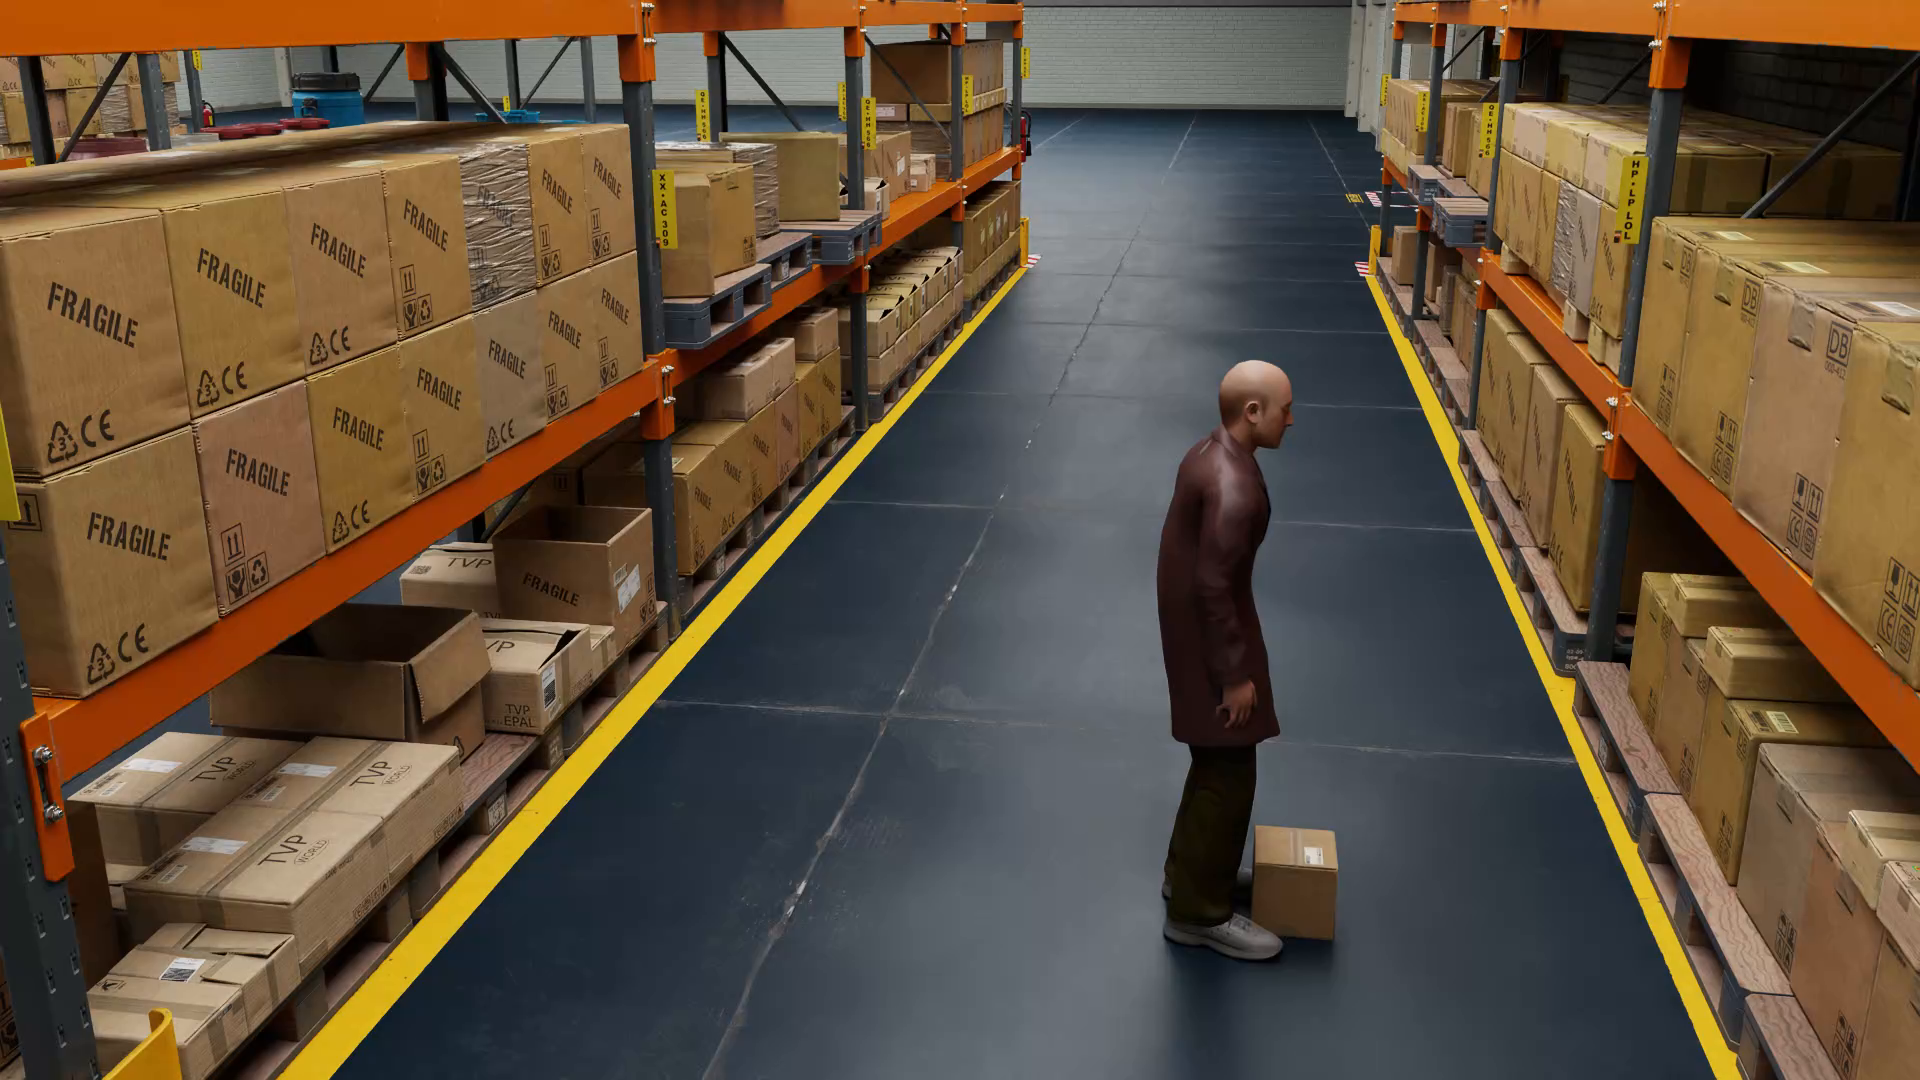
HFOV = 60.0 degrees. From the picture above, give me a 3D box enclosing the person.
[{"bbox_3d":[0.799,0.336,5.020,0.429,1.772,0.643,2,18,6],"label":"person"}]
